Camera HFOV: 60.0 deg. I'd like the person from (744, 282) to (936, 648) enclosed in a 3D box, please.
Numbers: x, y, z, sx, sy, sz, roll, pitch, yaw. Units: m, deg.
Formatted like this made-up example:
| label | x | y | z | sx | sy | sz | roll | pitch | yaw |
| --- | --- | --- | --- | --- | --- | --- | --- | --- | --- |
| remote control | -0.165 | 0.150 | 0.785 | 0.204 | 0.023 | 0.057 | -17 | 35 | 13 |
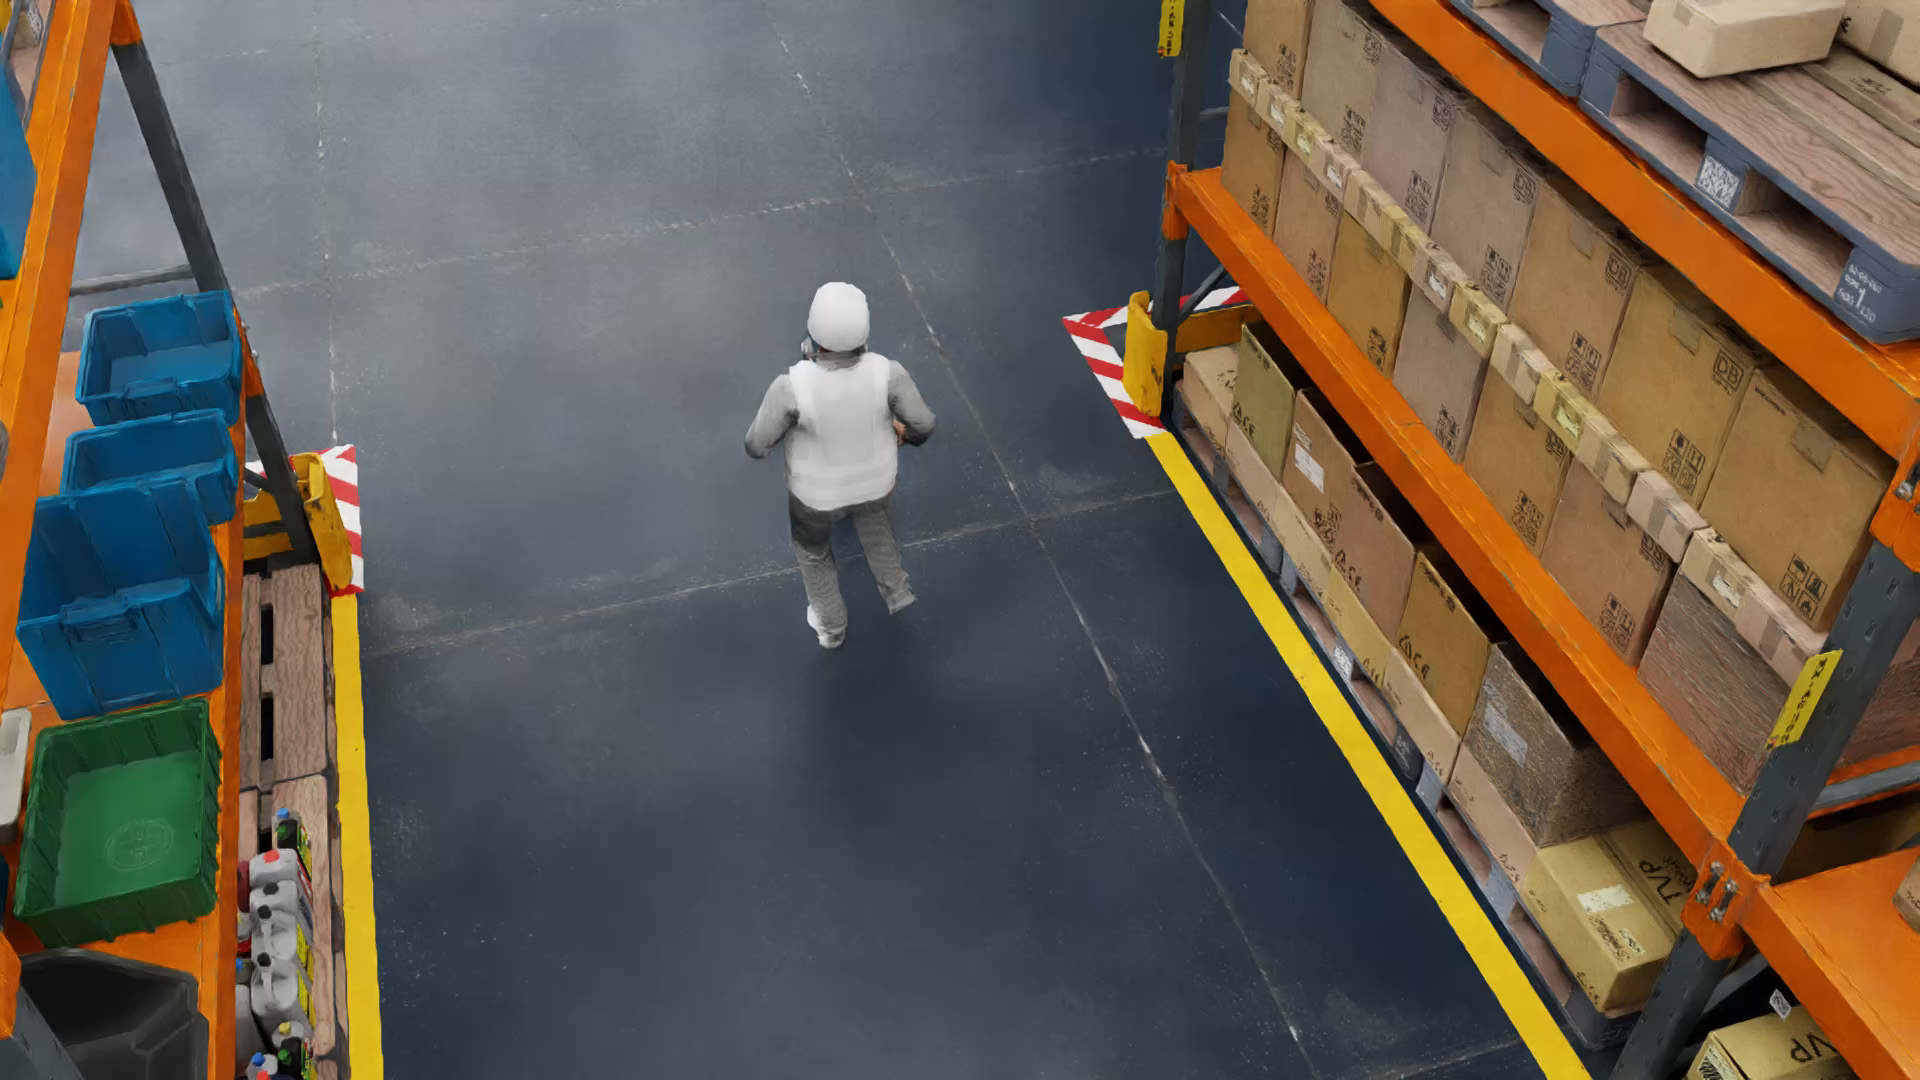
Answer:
| label | x | y | z | sx | sy | sz | roll | pitch | yaw |
| --- | --- | --- | --- | --- | --- | --- | --- | --- | --- |
| person | -0.491 | -0.287 | 6.484 | 0.716 | 1.747 | 0.503 | -15 | 44 | -16 |
